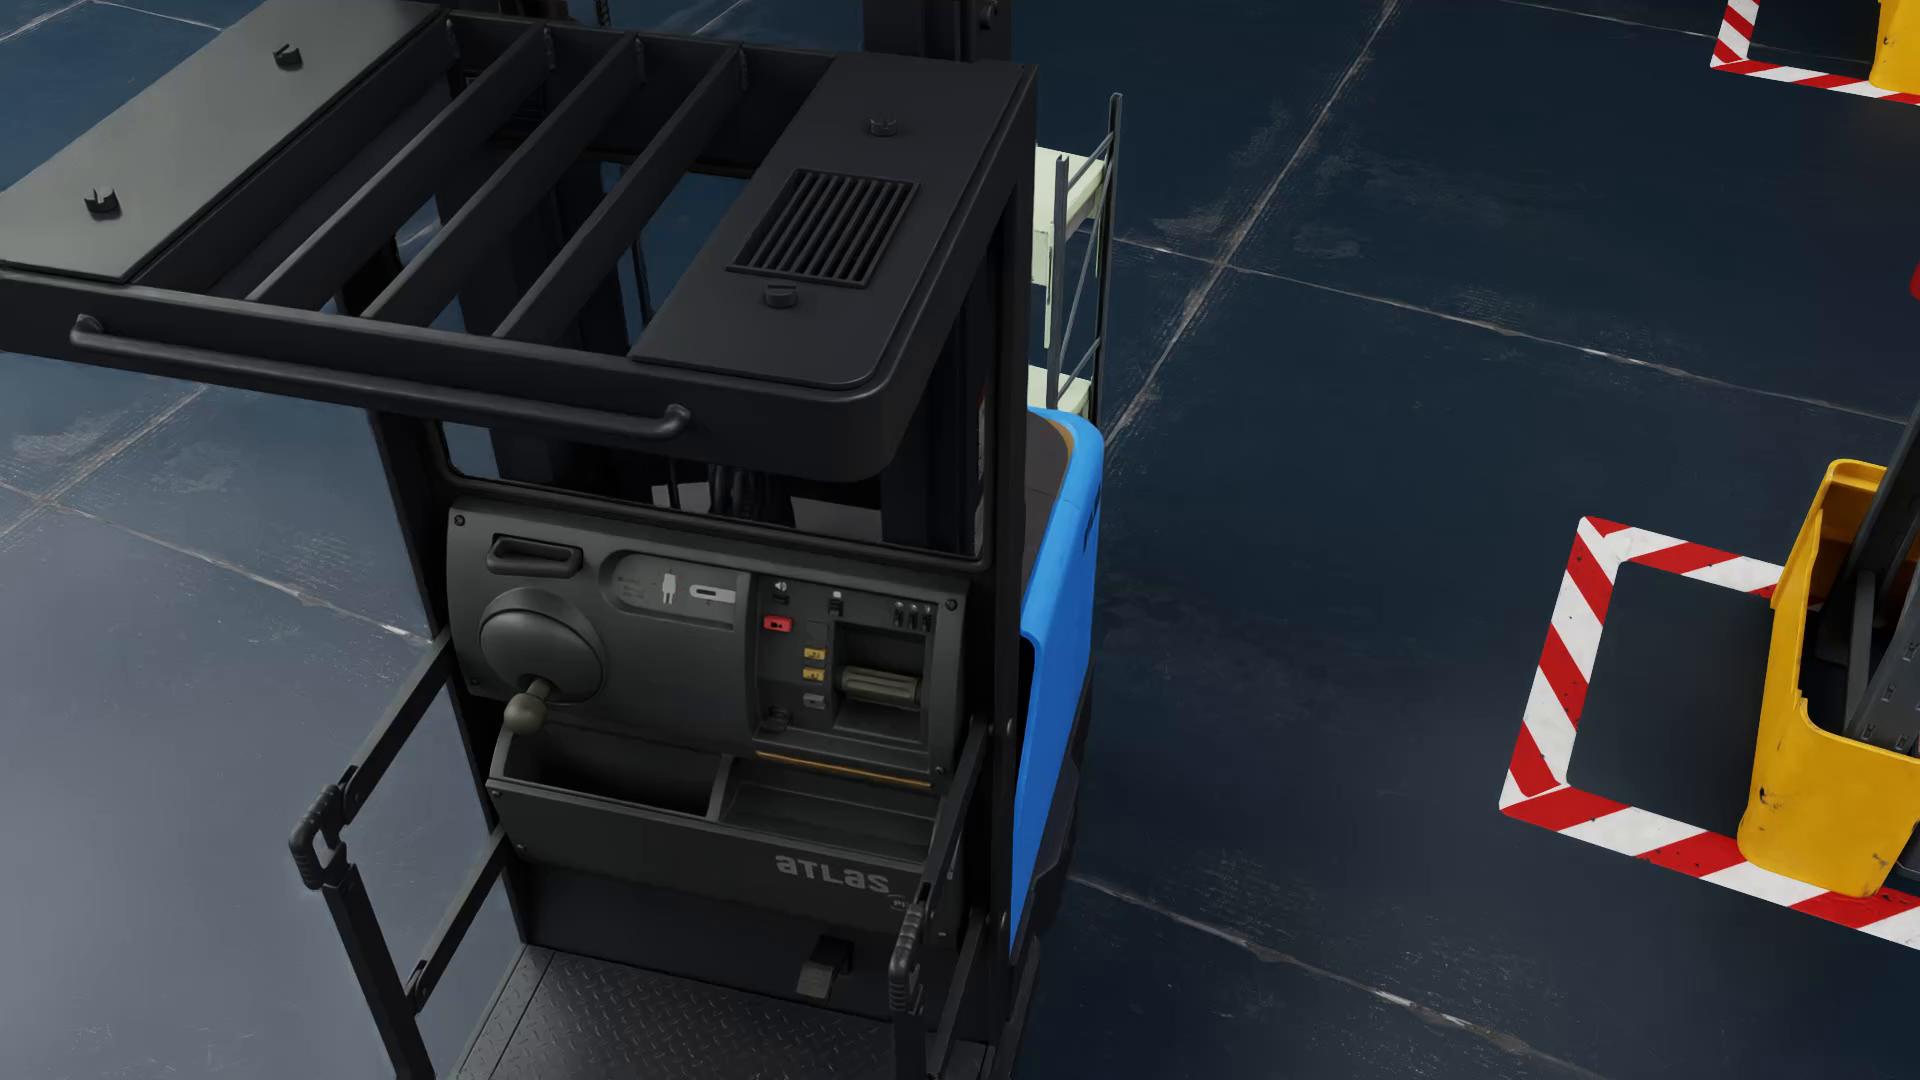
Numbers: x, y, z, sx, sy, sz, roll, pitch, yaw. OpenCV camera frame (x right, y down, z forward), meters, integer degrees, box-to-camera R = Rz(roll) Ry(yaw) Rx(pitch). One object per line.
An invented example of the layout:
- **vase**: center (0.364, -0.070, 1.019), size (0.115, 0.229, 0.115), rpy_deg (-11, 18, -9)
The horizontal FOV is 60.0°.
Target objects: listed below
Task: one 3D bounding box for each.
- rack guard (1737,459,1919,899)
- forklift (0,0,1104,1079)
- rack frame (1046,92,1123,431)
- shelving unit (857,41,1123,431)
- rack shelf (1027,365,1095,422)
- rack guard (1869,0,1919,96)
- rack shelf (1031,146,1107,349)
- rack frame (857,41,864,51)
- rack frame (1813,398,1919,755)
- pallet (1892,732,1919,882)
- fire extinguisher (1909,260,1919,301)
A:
- **rack guard**: center (2.405, 0.337, 4.479), size (0.348, 0.500, 1.175), rpy_deg (17, 44, 19)
- **forklift**: center (-0.497, 0.266, 2.705), size (1.130, 2.935, 3.031), rpy_deg (9, 42, 11)
- **rack frame**: center (0.326, -0.467, 4.644), size (0.023, 1.500, 0.400), rpy_deg (17, 44, 19)
- **shelving unit**: center (-0.006, -0.569, 4.761), size (0.755, 1.500, 0.431), rpy_deg (17, 44, 19)
- **rack shelf**: center (-0.006, -0.322, 4.974), size (0.720, 0.370, 0.431), rpy_deg (17, 44, 19)
- **rack guard**: center (4.587, -2.576, 7.841), size (0.348, 0.500, 1.175), rpy_deg (17, 44, 19)
- **rack shelf**: center (-0.006, -0.863, 4.505), size (0.720, 0.370, 0.431), rpy_deg (17, 44, 19)
- **rack frame**: center (-0.338, -0.670, 4.878), size (0.023, 1.500, 0.400), rpy_deg (17, 44, 19)
- **rack frame**: center (2.427, -0.601, 3.653), size (0.127, 3.000, 1.000), rpy_deg (17, 44, 19)
- **pallet**: center (3.138, 0.640, 4.350), size (1.213, 0.211, 1.003), rpy_deg (17, 44, 19)
- **fire extinguisher**: center (2.516, -0.880, 4.034), size (0.183, 0.674, 0.296), rpy_deg (17, 44, 19)
